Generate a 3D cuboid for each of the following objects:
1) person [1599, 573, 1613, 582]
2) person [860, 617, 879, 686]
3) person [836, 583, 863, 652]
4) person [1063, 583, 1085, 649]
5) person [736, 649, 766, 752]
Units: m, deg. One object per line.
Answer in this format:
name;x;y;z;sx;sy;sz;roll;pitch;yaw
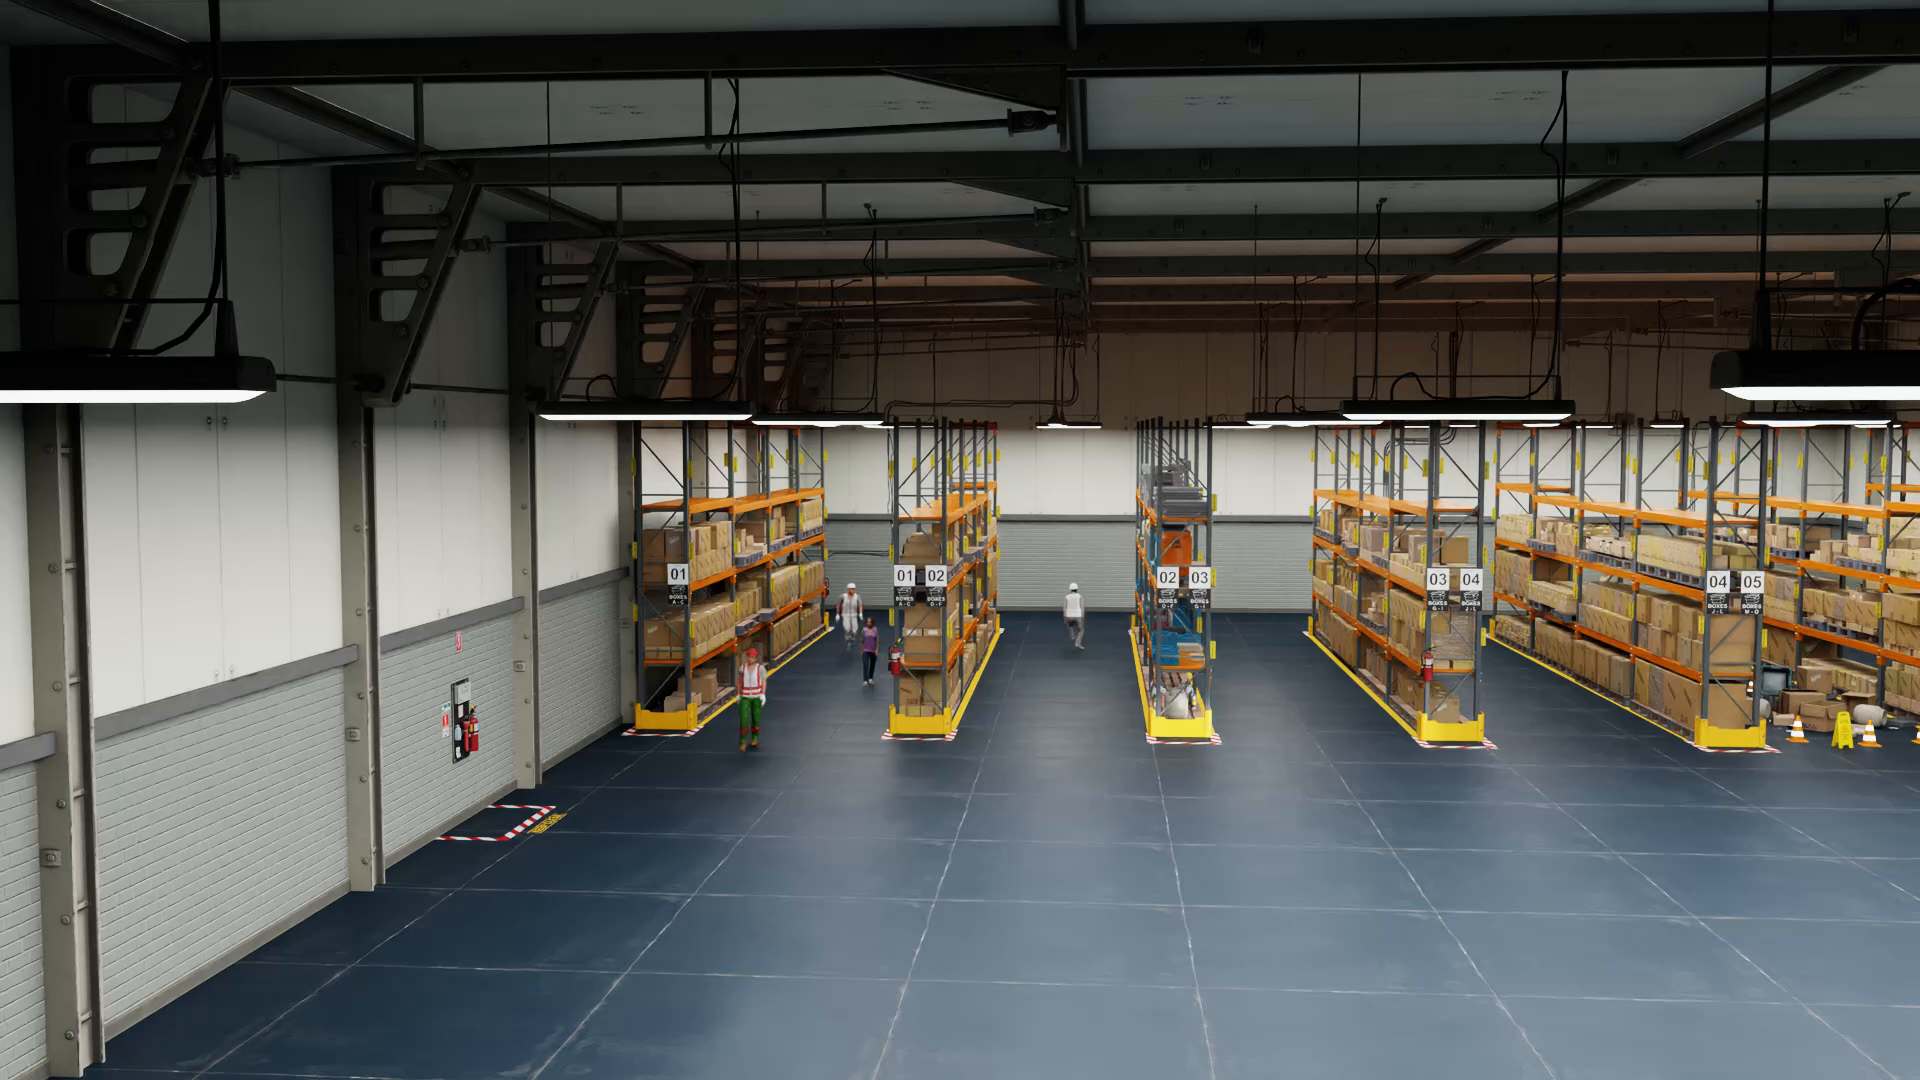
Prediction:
person;19.459;1.615;50.069;0.745;1.649;0.457;-2;4;-33
person;-2.019;2.496;37.239;0.438;1.545;0.967;-1;4;-12
person;-2.768;1.940;41.833;0.662;1.711;0.611;-1;4;-15
person;2.990;1.980;43.438;0.570;1.715;0.671;1;4;10
person;-3.769;2.890;30.027;0.550;1.847;0.653;0;4;-5
